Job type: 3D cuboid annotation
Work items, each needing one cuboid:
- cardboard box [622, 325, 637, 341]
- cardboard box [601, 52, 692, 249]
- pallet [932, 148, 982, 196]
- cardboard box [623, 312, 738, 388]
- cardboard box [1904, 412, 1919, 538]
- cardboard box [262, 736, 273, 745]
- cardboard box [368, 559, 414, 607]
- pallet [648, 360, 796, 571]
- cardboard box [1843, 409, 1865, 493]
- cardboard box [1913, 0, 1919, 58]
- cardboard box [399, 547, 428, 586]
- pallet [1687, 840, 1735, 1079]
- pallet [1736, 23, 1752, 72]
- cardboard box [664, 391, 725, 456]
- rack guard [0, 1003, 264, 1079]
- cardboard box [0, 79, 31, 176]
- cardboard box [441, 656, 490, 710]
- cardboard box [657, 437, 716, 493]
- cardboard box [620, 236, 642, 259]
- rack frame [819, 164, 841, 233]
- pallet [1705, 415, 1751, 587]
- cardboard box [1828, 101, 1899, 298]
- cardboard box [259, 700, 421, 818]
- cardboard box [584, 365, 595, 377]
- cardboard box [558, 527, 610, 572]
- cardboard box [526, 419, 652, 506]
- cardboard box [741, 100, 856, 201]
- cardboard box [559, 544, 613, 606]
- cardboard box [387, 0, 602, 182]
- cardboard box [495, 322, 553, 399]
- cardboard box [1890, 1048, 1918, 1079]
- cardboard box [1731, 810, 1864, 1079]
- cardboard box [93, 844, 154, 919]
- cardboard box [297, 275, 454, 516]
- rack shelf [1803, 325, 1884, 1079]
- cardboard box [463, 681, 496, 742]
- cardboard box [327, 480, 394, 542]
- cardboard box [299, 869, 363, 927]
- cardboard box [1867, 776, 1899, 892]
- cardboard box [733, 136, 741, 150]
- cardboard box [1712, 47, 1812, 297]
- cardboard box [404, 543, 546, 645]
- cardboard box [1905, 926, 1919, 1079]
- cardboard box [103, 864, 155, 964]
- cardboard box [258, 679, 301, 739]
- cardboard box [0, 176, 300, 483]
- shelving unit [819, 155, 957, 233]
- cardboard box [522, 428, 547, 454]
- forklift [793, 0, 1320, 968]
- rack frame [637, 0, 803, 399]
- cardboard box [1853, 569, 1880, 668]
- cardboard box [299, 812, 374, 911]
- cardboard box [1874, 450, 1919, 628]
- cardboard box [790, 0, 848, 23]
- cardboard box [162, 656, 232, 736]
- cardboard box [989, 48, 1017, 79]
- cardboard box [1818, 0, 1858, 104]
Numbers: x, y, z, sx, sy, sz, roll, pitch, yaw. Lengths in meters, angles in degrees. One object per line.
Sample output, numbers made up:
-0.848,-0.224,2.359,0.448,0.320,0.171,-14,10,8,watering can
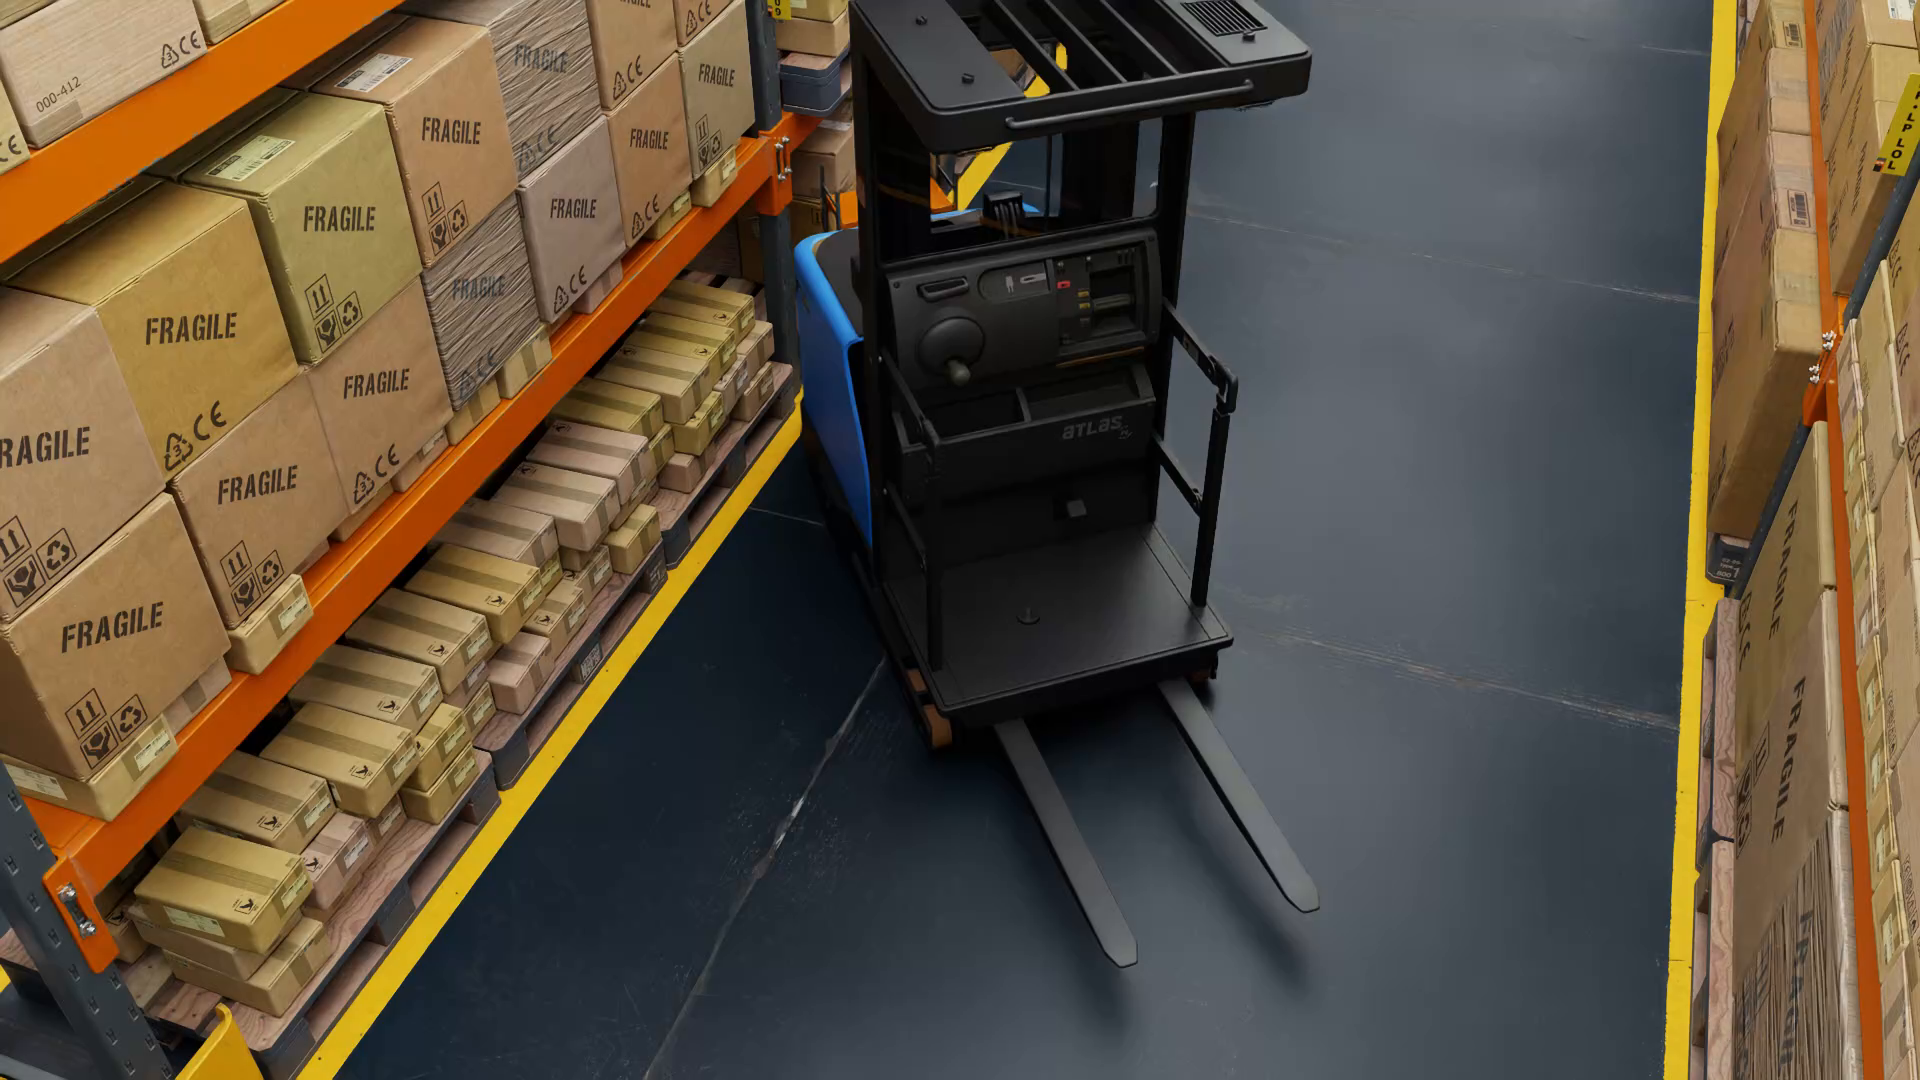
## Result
-1.630,-0.946,7.192,0.380,0.149,0.250,15,43,17,cardboard box
-1.284,-1.385,5.756,0.500,0.500,0.500,12,42,14,cardboard box
-0.525,-2.069,9.012,1.003,0.211,1.213,13,42,15,pallet
-1.133,-0.770,6.756,0.380,0.149,0.250,14,42,16,cardboard box
2.668,-0.234,4.022,0.500,0.500,0.500,12,42,14,cardboard box
-2.353,0.614,5.592,0.380,0.149,0.250,14,42,16,cardboard box
-2.139,0.068,5.774,0.380,0.149,0.250,12,42,14,cardboard box
-1.402,-0.430,7.091,1.003,0.211,1.213,13,42,15,pallet
2.828,-0.222,4.893,0.380,0.149,0.250,15,43,16,cardboard box
3.877,-1.973,5.901,0.797,0.503,0.637,14,42,16,cardboard box
-2.147,-0.004,6.088,0.380,0.149,0.250,14,42,16,cardboard box
2.672,1.508,4.819,1.003,0.211,1.213,13,42,15,pallet
5.057,-2.601,9.635,1.003,0.211,1.213,13,42,15,pallet
-1.170,-0.498,6.667,0.380,0.149,0.250,12,42,14,cardboard box
-2.547,1.436,4.681,1.175,0.500,0.348,13,42,15,rack guard
-2.180,-0.769,3.145,0.500,0.250,0.500,15,43,17,cardboard box
-1.815,0.442,5.565,0.380,0.149,0.250,11,42,13,cardboard box
-1.217,-0.353,6.725,0.380,0.149,0.250,12,42,14,cardboard box
-1.369,-1.113,5.937,0.380,0.149,0.250,12,42,14,cardboard box
-0.517,-0.975,6.969,0.015,1.200,0.240,-13,42,-15,rack frame
3.614,-0.172,6.789,1.003,0.211,1.213,13,42,15,pallet
3.324,-1.129,5.686,0.500,0.500,0.500,13,42,15,cardboard box
-1.887,0.666,5.073,0.380,0.149,0.250,13,42,15,cardboard box
-1.708,-0.725,6.704,0.380,0.149,0.250,13,42,14,cardboard box
-1.528,-0.049,6.140,0.380,0.149,0.250,11,42,13,cardboard box
-1.379,-0.290,6.193,0.380,0.149,0.250,11,42,13,cardboard box
-0.705,-1.794,7.566,0.500,0.250,0.500,12,42,13,cardboard box
-1.526,0.107,6.186,0.380,0.149,0.250,14,42,16,cardboard box
-1.472,-1.467,5.082,0.500,0.500,0.500,14,43,16,cardboard box
-1.550,-0.617,5.355,0.380,0.149,0.250,14,42,16,cardboard box
2.040,1.187,3.241,0.380,0.149,0.250,13,42,15,cardboard box
2.508,1.380,4.135,0.875,0.875,0.875,13,42,15,cardboard box
-2.661,0.958,4.960,0.380,0.149,0.250,12,42,14,cardboard box
-1.822,-0.460,4.672,0.500,0.500,0.500,14,42,16,cardboard box
2.737,0.748,4.116,1.077,0.370,4.000,13,42,15,rack shelf
-1.814,0.569,5.645,0.380,0.149,0.250,13,42,15,cardboard box
-1.888,-0.163,4.823,0.380,0.149,0.250,13,42,15,cardboard box
-2.081,1.030,5.104,0.380,0.149,0.250,13,42,15,cardboard box
2.301,0.718,3.791,0.380,0.149,0.250,13,42,15,cardboard box
-1.083,-1.586,6.492,0.380,0.149,0.250,13,42,15,cardboard box
4.221,-1.578,7.602,1.225,0.875,0.875,13,42,15,cardboard box
-1.643,0.179,5.644,0.380,0.149,0.250,14,42,16,cardboard box
2.143,0.974,3.183,0.500,0.250,0.500,13,42,14,cardboard box
-2.589,1.089,5.035,0.380,0.149,0.250,14,42,16,cardboard box
-2.296,0.500,5.497,0.380,0.149,0.250,13,42,15,cardboard box
-2.004,-0.524,3.976,0.500,0.500,0.500,14,43,16,cardboard box
-0.287,-1.028,7.031,0.503,1.200,0.258,-13,42,-15,shelving unit
-1.777,-0.451,6.612,0.380,0.149,0.250,11,42,13,cardboard box
0.295,-0.678,5.286,1.130,2.935,3.031,-13,42,-14,forklift
-1.205,-1.908,6.675,1.000,3.000,0.127,13,42,15,rack frame
2.564,0.247,4.342,0.380,0.149,0.250,14,42,16,cardboard box
-2.006,0.926,4.997,0.380,0.149,0.250,13,42,15,cardboard box
2.668,0.046,4.271,0.500,0.250,0.500,14,43,16,cardboard box
-0.639,-2.223,6.686,0.380,0.149,0.250,14,42,16,cardboard box
-2.106,0.338,4.236,0.380,0.149,0.250,15,43,17,cardboard box
0.002,-2.781,9.301,0.500,0.500,0.500,15,43,17,cardboard box
3.848,-2.054,6.770,0.500,0.500,0.500,13,42,15,cardboard box
